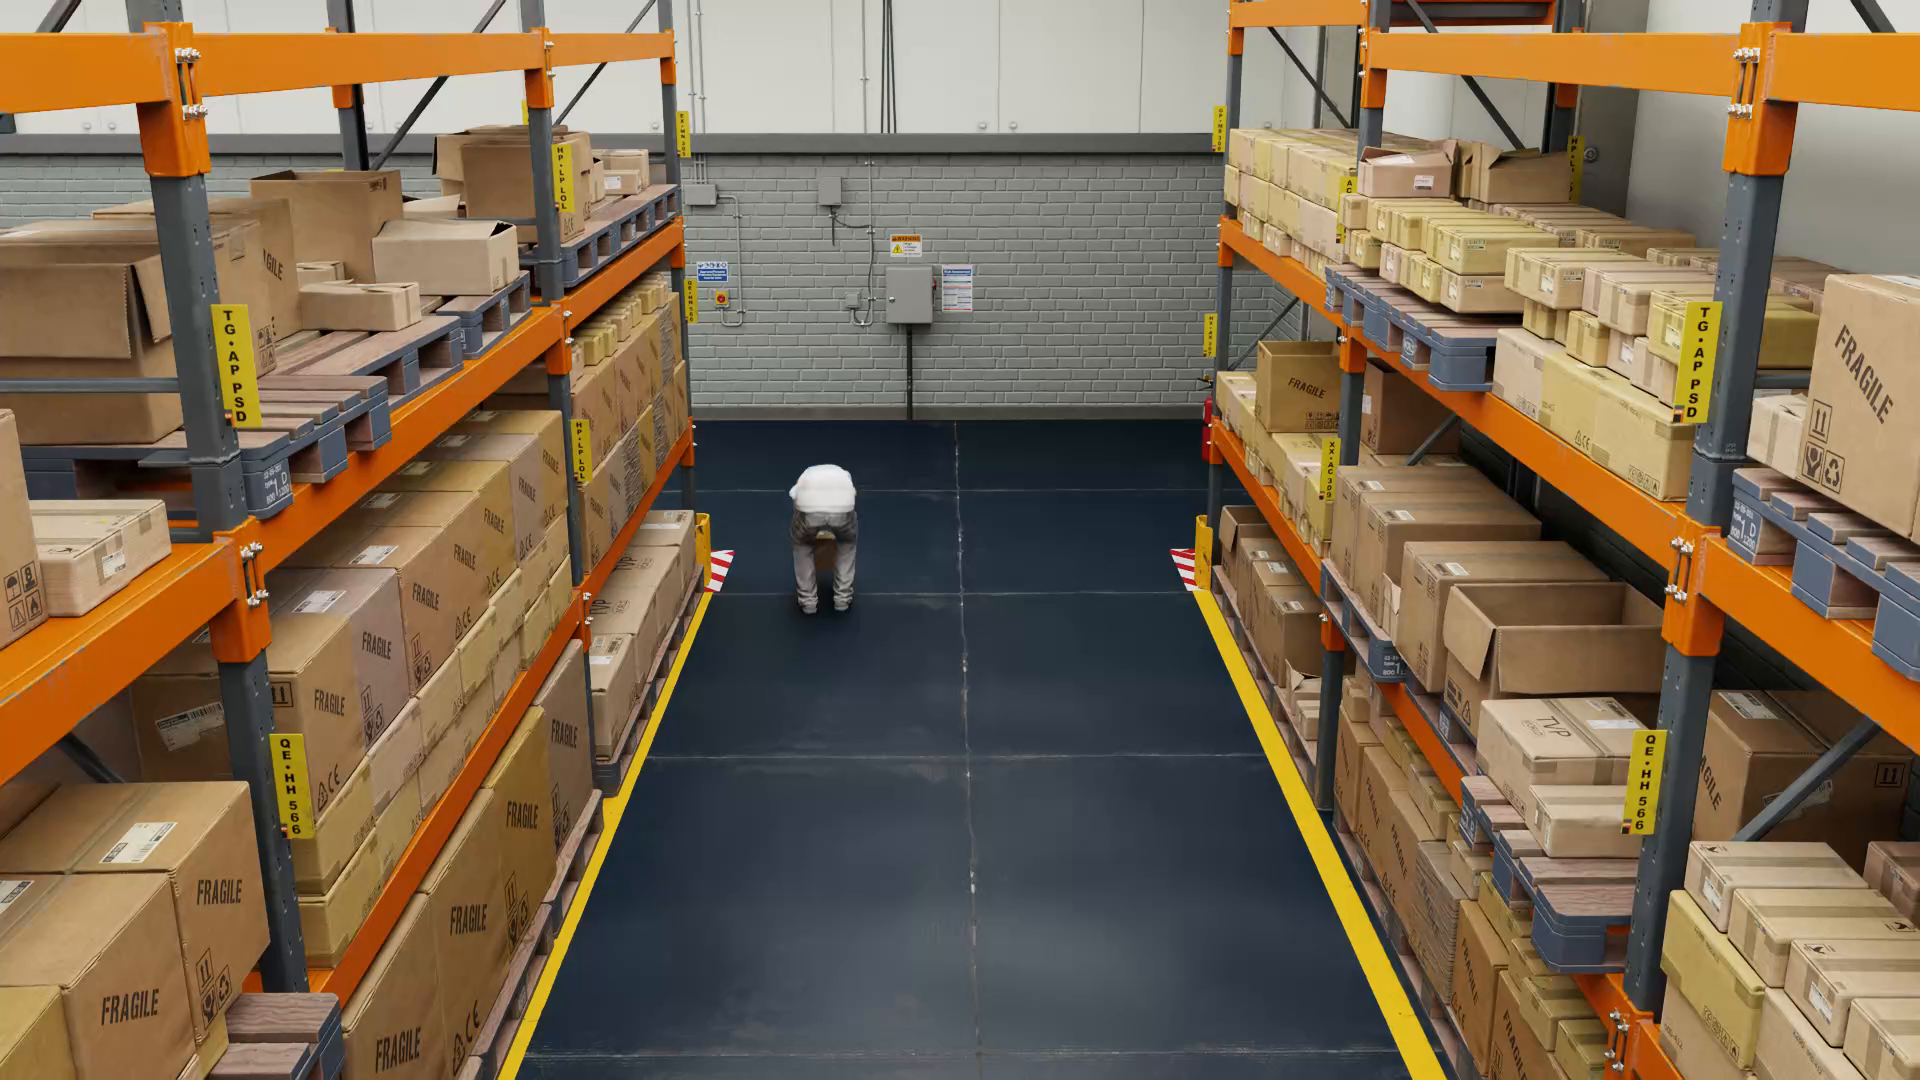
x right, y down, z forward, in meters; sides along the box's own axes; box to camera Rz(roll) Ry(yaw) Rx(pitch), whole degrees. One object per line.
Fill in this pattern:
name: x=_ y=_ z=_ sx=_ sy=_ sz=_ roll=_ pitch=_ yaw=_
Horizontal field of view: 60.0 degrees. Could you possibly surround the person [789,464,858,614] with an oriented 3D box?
person: x=-1.017 y=-0.061 z=12.438 sx=0.504 sy=1.062 sz=0.991 roll=-2 pitch=17 yaw=-5
